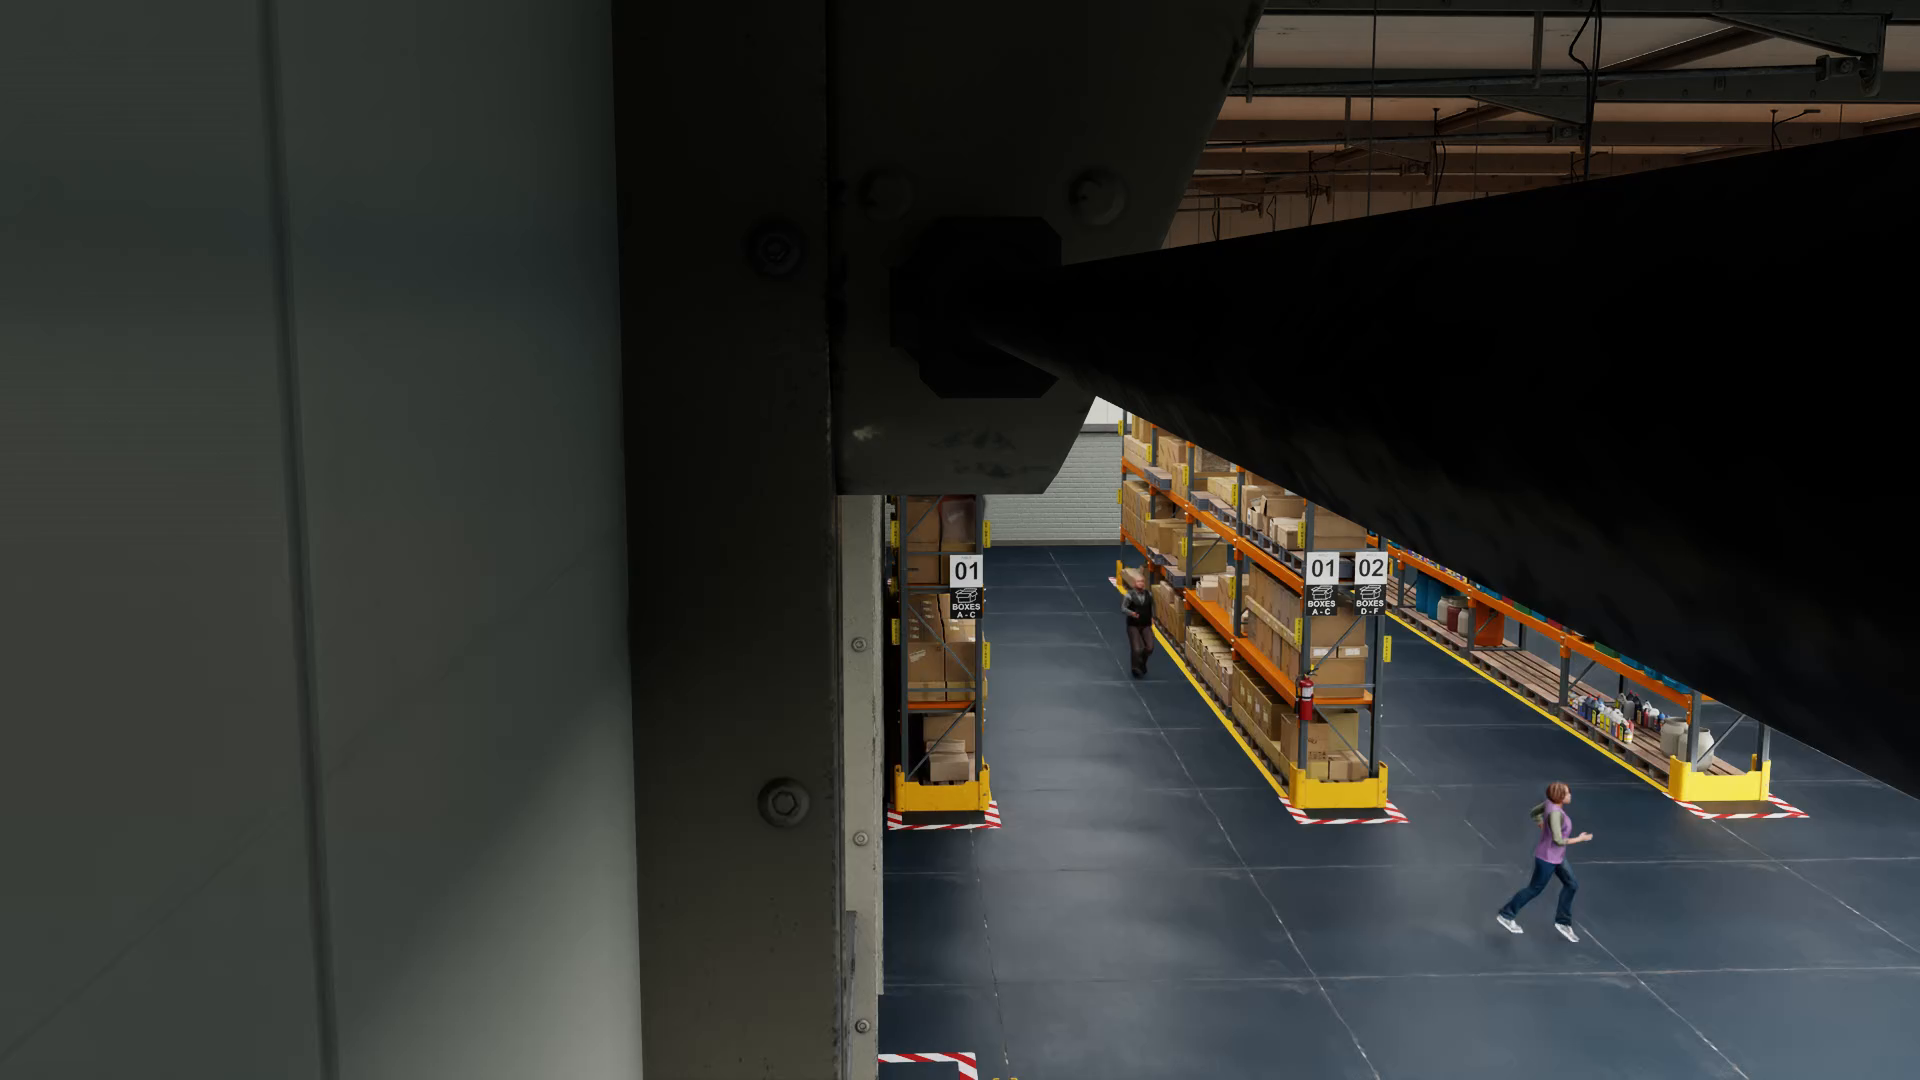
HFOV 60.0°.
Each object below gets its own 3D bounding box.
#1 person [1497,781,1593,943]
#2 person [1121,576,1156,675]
[{"bbox_3d":[5.760,3.149,16.357,0.844,1.631,0.548,4,9,23],"label":"person"},{"bbox_3d":[2.995,1.438,27.531,0.647,1.684,0.602,-1,9,-10],"label":"person"}]
